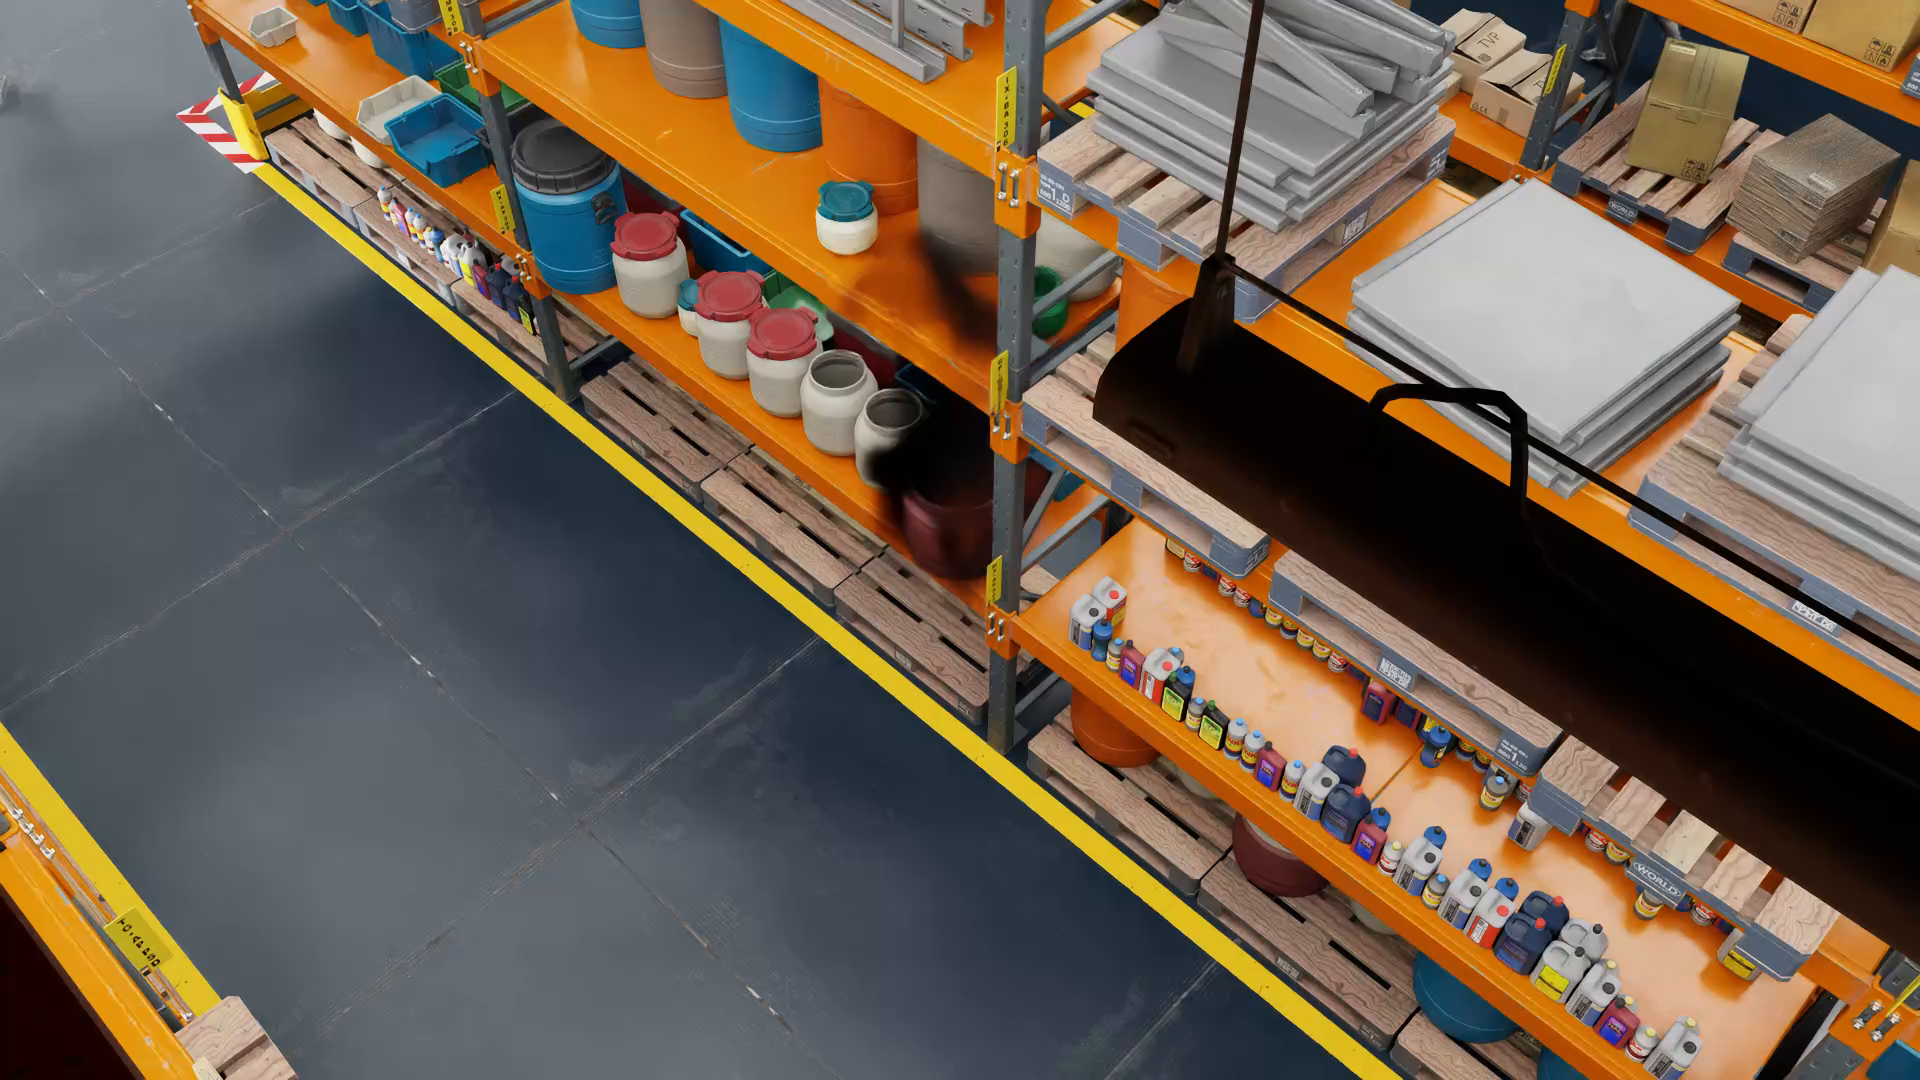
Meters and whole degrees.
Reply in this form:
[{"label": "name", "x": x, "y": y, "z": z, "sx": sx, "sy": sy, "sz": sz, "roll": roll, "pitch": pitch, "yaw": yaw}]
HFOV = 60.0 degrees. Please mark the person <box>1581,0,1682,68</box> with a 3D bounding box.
[{"label": "person", "x": 5.475, "y": -4.363, "z": 12.980, "sx": 0.825, "sy": 1.626, "sz": 0.496, "roll": 30, "pitch": 56, "yaw": 23}]
